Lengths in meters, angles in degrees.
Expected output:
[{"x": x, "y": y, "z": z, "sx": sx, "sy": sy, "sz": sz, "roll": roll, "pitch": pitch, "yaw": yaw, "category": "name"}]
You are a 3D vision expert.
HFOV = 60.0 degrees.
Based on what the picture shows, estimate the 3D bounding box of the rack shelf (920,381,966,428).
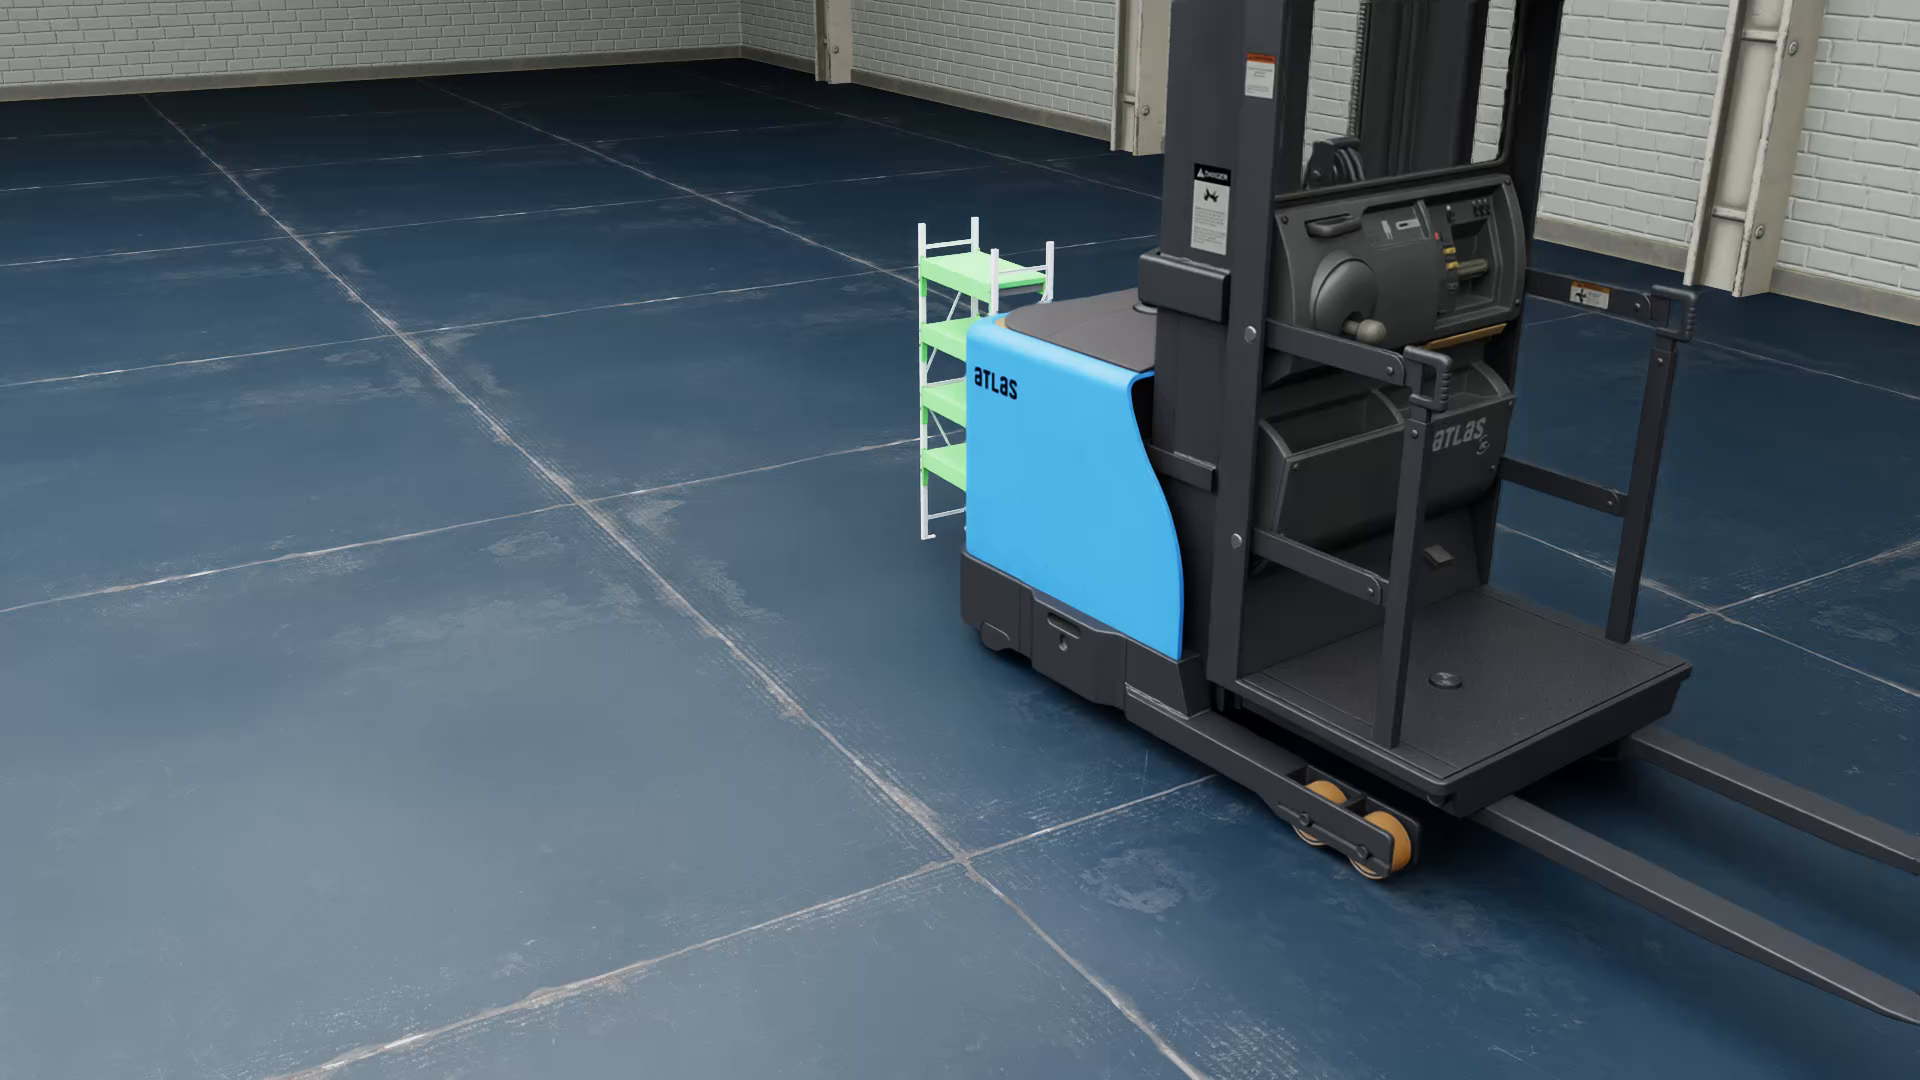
[{"x": 0.085, "y": -0.443, "z": 5.978, "sx": 0.258, "sy": 0.148, "sz": 0.480, "roll": -13, "pitch": 25, "yaw": -28, "category": "rack shelf"}]

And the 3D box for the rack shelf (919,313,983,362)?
[{"x": 0.085, "y": -0.665, "z": 5.887, "sx": 0.258, "sy": 0.148, "sz": 0.480, "roll": -13, "pitch": 25, "yaw": -28, "category": "rack shelf"}]

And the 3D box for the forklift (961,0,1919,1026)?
[{"x": 1.288, "y": -0.711, "z": 4.168, "sx": 1.130, "sy": 2.935, "sz": 3.031, "roll": -16, "pitch": 27, "yaw": -34, "category": "forklift"}]

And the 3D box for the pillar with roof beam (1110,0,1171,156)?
[{"x": -2.120, "y": -6.813, "z": 11.123, "sx": 9.100, "sy": 9.000, "sz": 0.400, "roll": -13, "pitch": 25, "yaw": -28, "category": "pillar with roof beam"}]

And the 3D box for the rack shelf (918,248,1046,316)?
[{"x": 0.085, "y": -0.888, "z": 5.797, "sx": 0.258, "sy": 0.148, "sz": 0.480, "roll": -13, "pitch": 25, "yaw": -28, "category": "rack shelf"}]

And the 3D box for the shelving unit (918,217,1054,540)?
[{"x": 0.085, "y": -0.502, "z": 5.954, "sx": 0.258, "sy": 1.200, "sz": 0.503, "roll": -13, "pitch": 25, "yaw": -28, "category": "shelving unit"}]

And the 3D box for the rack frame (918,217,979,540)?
[{"x": -0.040, "y": -0.581, "z": 6.148, "sx": 0.240, "sy": 1.200, "sz": 0.015, "roll": -13, "pitch": 25, "yaw": -28, "category": "rack frame"}]

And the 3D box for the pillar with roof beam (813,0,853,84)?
[{"x": -5.185, "y": -8.756, "z": 15.902, "sx": 9.100, "sy": 9.000, "sz": 0.400, "roll": -13, "pitch": 25, "yaw": -28, "category": "pillar with roof beam"}]

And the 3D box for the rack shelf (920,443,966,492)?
[{"x": 0.085, "y": -0.221, "z": 6.068, "sx": 0.258, "sy": 0.148, "sz": 0.480, "roll": -13, "pitch": 25, "yaw": -28, "category": "rack shelf"}]

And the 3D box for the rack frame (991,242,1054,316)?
[{"x": 0.209, "y": -0.423, "z": 5.759, "sx": 0.240, "sy": 1.200, "sz": 0.015, "roll": -13, "pitch": 25, "yaw": -28, "category": "rack frame"}]

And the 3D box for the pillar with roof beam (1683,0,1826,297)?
[{"x": 0.945, "y": -4.871, "z": 6.345, "sx": 9.100, "sy": 9.000, "sz": 0.400, "roll": -13, "pitch": 25, "yaw": -28, "category": "pillar with roof beam"}]
